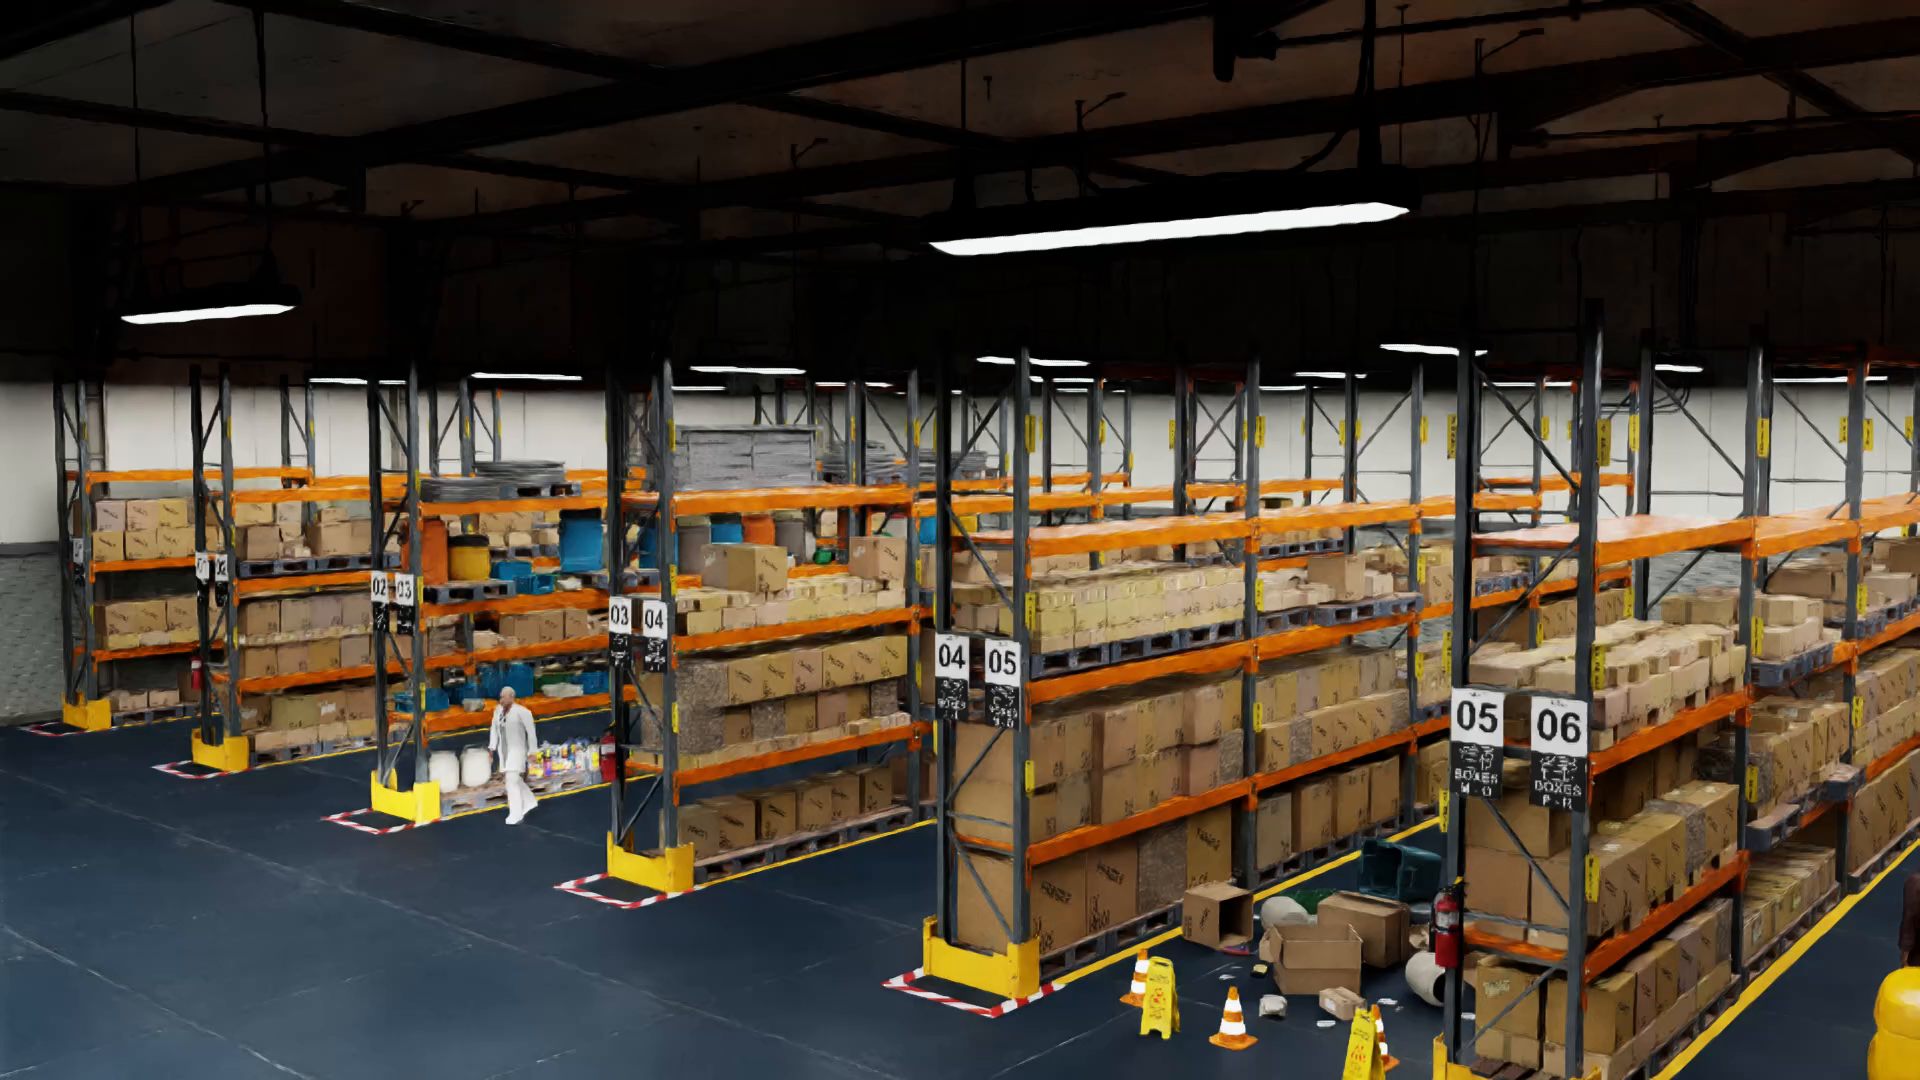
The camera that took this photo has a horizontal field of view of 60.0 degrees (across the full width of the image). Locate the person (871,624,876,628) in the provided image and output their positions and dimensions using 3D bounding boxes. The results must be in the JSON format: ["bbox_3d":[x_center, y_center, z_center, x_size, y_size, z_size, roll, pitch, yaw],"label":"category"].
[{"bbox_3d":[-1.878,1.506,38.549,0.641,1.736,0.414,-3,5,-36],"label":"person"}]

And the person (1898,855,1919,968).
[{"bbox_3d":[7.825,3.285,13.523,0.636,1.782,0.551,-2,4,-20],"label":"person"}]

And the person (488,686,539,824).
[{"bbox_3d":[-5.711,2.740,21.549,0.731,1.748,0.768,3,5,32],"label":"person"}]

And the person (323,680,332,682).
[{"bbox_3d":[-11.005,2.311,28.740,0.411,1.534,0.956,3,5,31],"label":"person"}]
